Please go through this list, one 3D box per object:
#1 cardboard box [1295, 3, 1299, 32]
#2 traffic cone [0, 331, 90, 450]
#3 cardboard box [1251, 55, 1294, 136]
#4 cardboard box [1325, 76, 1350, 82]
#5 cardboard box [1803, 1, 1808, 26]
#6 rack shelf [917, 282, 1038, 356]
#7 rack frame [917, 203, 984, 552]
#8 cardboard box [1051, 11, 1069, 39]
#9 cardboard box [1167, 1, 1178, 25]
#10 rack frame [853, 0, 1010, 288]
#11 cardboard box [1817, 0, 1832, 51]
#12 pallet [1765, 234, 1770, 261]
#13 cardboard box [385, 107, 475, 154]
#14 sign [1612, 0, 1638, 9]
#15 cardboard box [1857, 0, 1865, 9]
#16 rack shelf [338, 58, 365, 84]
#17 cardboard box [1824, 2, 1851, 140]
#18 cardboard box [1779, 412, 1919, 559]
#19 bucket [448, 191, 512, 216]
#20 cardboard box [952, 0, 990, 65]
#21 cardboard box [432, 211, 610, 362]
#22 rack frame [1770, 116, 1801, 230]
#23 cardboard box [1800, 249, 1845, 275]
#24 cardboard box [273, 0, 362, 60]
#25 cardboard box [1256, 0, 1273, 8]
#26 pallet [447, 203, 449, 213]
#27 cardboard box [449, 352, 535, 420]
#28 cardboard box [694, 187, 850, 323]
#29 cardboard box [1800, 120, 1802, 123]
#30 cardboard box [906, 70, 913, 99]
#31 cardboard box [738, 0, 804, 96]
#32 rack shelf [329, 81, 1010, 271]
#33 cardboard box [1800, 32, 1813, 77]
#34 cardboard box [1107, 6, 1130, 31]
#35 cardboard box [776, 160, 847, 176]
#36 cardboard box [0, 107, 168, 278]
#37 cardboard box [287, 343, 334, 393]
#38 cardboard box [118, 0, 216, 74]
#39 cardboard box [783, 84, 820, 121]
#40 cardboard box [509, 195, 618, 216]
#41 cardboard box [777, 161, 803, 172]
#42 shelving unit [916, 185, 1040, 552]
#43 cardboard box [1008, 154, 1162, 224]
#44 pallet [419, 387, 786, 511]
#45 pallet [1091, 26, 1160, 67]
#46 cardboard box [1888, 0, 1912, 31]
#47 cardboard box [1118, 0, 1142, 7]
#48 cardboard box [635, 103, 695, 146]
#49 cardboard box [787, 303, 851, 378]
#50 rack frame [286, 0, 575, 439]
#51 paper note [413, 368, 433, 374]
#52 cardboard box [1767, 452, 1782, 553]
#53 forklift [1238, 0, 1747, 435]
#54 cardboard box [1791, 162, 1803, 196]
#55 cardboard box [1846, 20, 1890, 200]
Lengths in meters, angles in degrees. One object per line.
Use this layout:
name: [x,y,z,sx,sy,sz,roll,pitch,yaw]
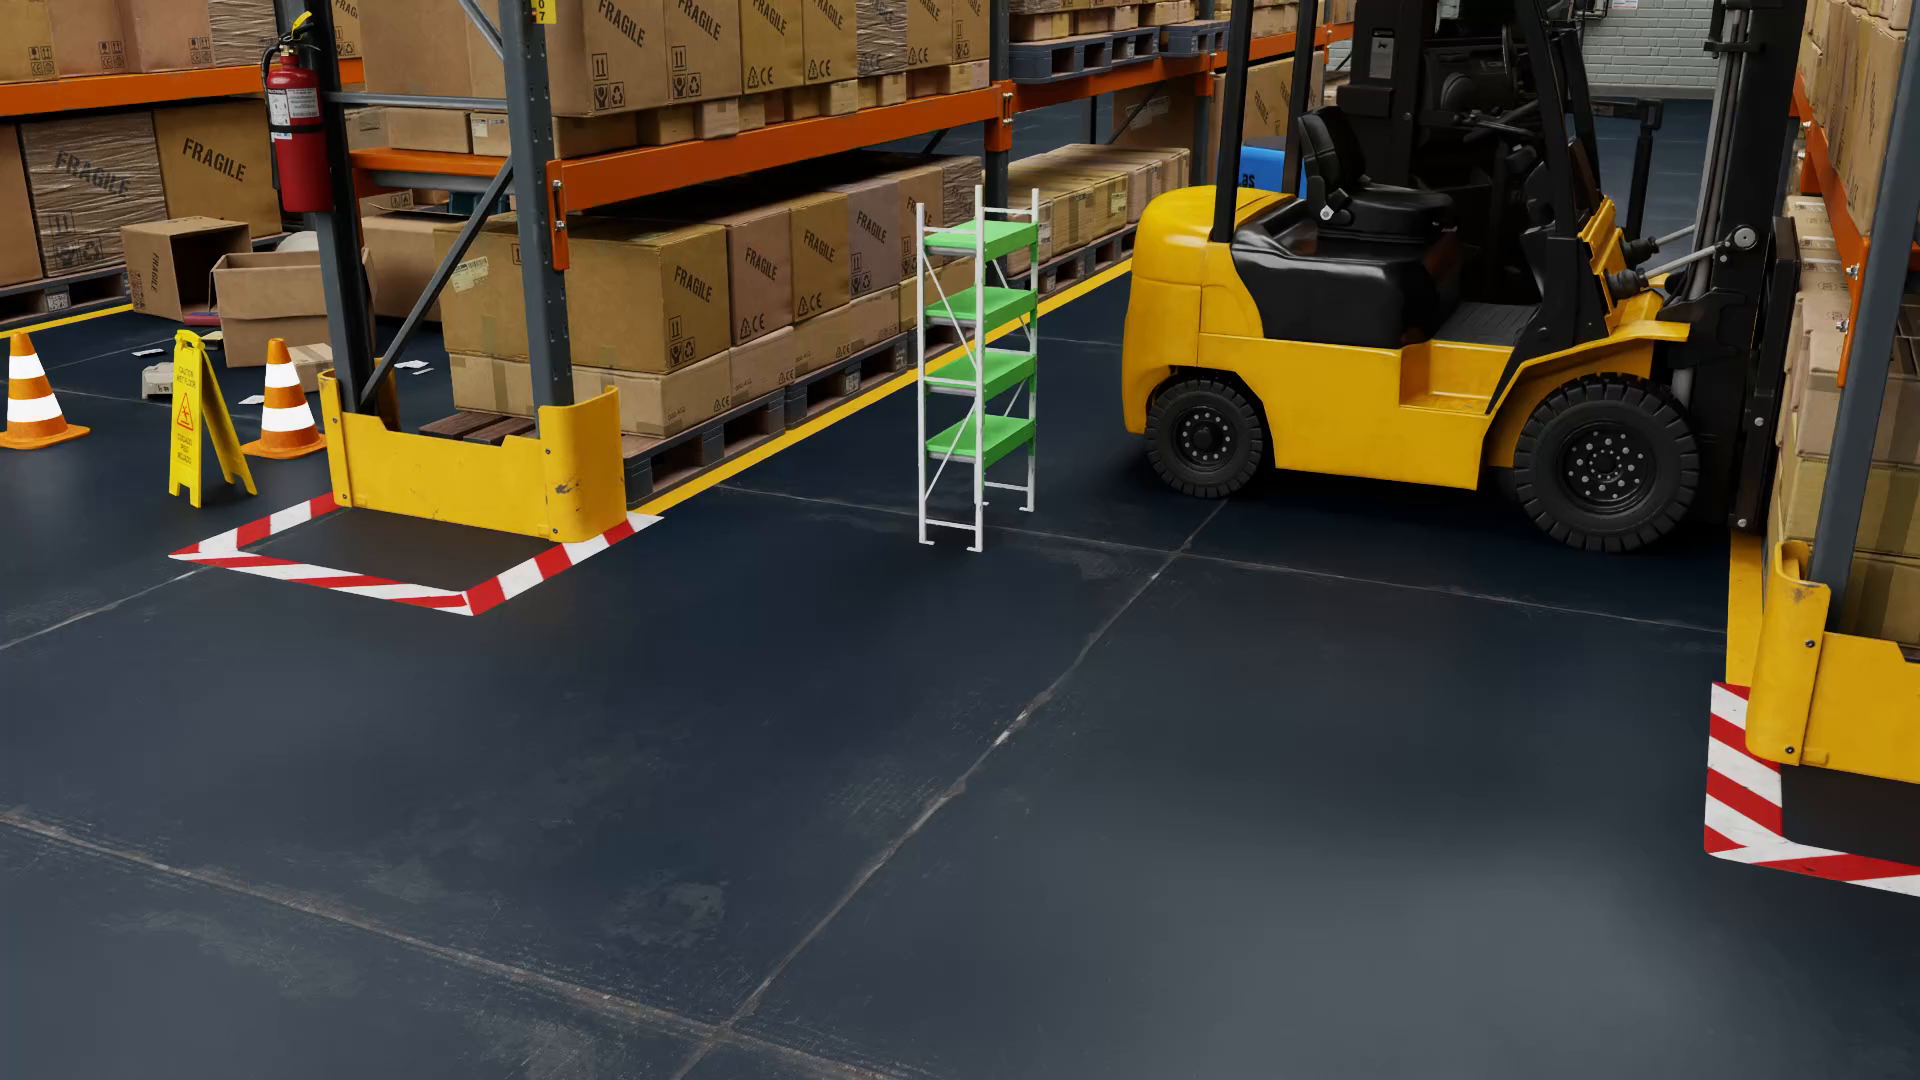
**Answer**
cardboard box: [2.899,-4.774,15.140,0.500,0.250,0.500,8,21,22]
traffic cone: [-4.004,-0.665,7.149,0.336,0.463,0.334,9,21,23]
cardboard box: [2.519,-3.891,14.977,0.875,0.875,0.875,9,22,24]
cardboard box: [4.155,-4.889,18.437,0.875,0.438,0.875,9,22,24]
cardboard box: [5.527,-3.335,10.349,0.500,0.250,0.500,9,21,23]
rack shelf: [0.068,-0.782,5.851,0.258,0.148,0.480,9,21,23]
rack frame: [-0.032,-0.541,5.700,0.240,1.200,0.015,9,21,23]
cardboard box: [0.412,-3.007,9.695,0.380,0.149,0.250,9,21,24]
cardboard box: [1.289,-3.645,11.490,0.380,0.149,0.250,7,21,20]
rack frame: [-0.213,-2.726,9.158,1.000,3.000,0.127,9,21,23]
cardboard box: [4.285,-2.397,7.709,0.500,0.250,0.500,8,21,22]
pallet: [5.582,-1.709,10.460,1.003,0.211,1.213,9,21,23]
cardboard box: [-1.893,-1.529,6.166,0.380,0.149,0.250,9,22,25]
sign: [9.381,-7.740,23.397,0.329,0.494,0.001,9,21,23]
cardboard box: [3.396,-1.951,5.859,0.380,0.149,0.250,8,21,21]
rack shelf: [-3.952,-3.647,12.821,1.077,0.370,4.000,9,21,23]
cardboard box: [3.699,-1.832,6.495,0.500,0.500,0.500,9,21,24]
cardboard box: [2.593,-0.153,4.654,0.500,0.250,0.500,8,21,22]
bucket: [-2.723,-2.191,10.269,0.726,0.611,0.620,18,16,41]
cardboard box: [-0.168,-2.744,8.614,0.500,0.500,0.500,8,21,21]
cardboard box: [-1.761,-1.040,6.774,0.500,0.500,0.500,9,21,23]
rack frame: [5.955,-3.269,10.685,1.000,3.000,0.127,9,21,23]
cardboard box: [3.198,-0.847,5.859,0.500,0.250,0.500,8,21,22]
cardboard box: [-4.310,-3.546,11.313,0.500,0.500,0.500,9,21,23]
cardboard box: [2.286,-4.544,13.746,0.500,0.250,0.500,8,21,22]
pallet: [-4.025,-2.681,13.193,1.003,0.211,1.213,9,21,23]
cardboard box: [-1.756,-0.697,6.930,0.500,0.250,0.500,8,21,22]
cardboard box: [-0.836,-1.288,7.471,0.500,0.500,0.500,9,21,24]
cardboard box: [6.009,-2.868,11.694,0.380,0.149,0.250,7,21,20]
cardboard box: [-0.455,-2.248,8.187,0.380,0.149,0.250,8,21,22]
cardboard box: [-0.988,-2.112,6.839,0.500,0.500,0.500,8,21,22]
rack shelf: [-1.032,-1.776,7.560,1.077,0.370,4.000,9,21,23]
cardboard box: [5.135,-2.785,9.547,0.500,0.250,0.500,8,21,21]
cardboard box: [0.860,-3.326,10.593,0.380,0.149,0.250,9,22,25]
cardboard box: [-0.910,-1.673,8.555,0.500,0.500,0.500,9,22,25]
cardboard box: [-5.458,-2.113,9.977,0.875,0.875,0.875,9,21,23]
cardboard box: [-3.158,-0.838,8.103,0.250,0.149,0.380,-14,24,-33]
cardboard box: [-5.115,-3.160,10.153,0.875,0.550,0.550,9,21,23]
cardboard box: [-0.841,-1.930,7.295,0.380,0.149,0.250,8,21,21]
cardboard box: [-1.672,-1.467,7.007,0.380,0.149,0.250,9,22,24]
cardboard box: [-1.016,-1.957,8.385,0.380,0.149,0.250,9,22,25]
shelving unit: [0.068,-0.616,5.910,0.258,1.200,0.503,9,21,23]
cardboard box: [0.889,-2.511,11.848,0.950,0.372,0.625,8,21,22]
pallet: [-1.455,-0.457,6.937,1.003,0.211,1.213,9,21,23]
pallet: [0.652,-3.248,10.912,1.003,0.211,1.213,9,21,23]
cardboard box: [2.643,-1.403,4.320,0.380,0.149,0.250,9,21,24]
cardboard box: [0.860,-3.676,10.610,0.500,0.500,0.500,8,21,20]
cardboard box: [-1.250,-1.610,6.394,0.380,0.149,0.250,8,21,21]
cardboard box: [-0.841,-0.938,7.607,0.500,0.250,0.500,10,22,26]
rack frame: [-1.851,-1.504,5.720,1.000,3.000,0.127,9,21,23]
paper note: [-2.688,-0.845,8.331,0.032,0.001,0.123,9,21,23]
cardboard box: [2.795,-0.064,5.148,0.500,0.250,0.500,9,21,23]
forklift: [2.543,-2.054,7.371,1.130,2.935,3.031,-13,23,-32]
cardboard box: [5.151,-1.753,9.338,0.875,0.625,0.625,8,21,20]
cardboard box: [2.862,-1.215,4.758,0.500,0.500,0.500,9,22,24]
